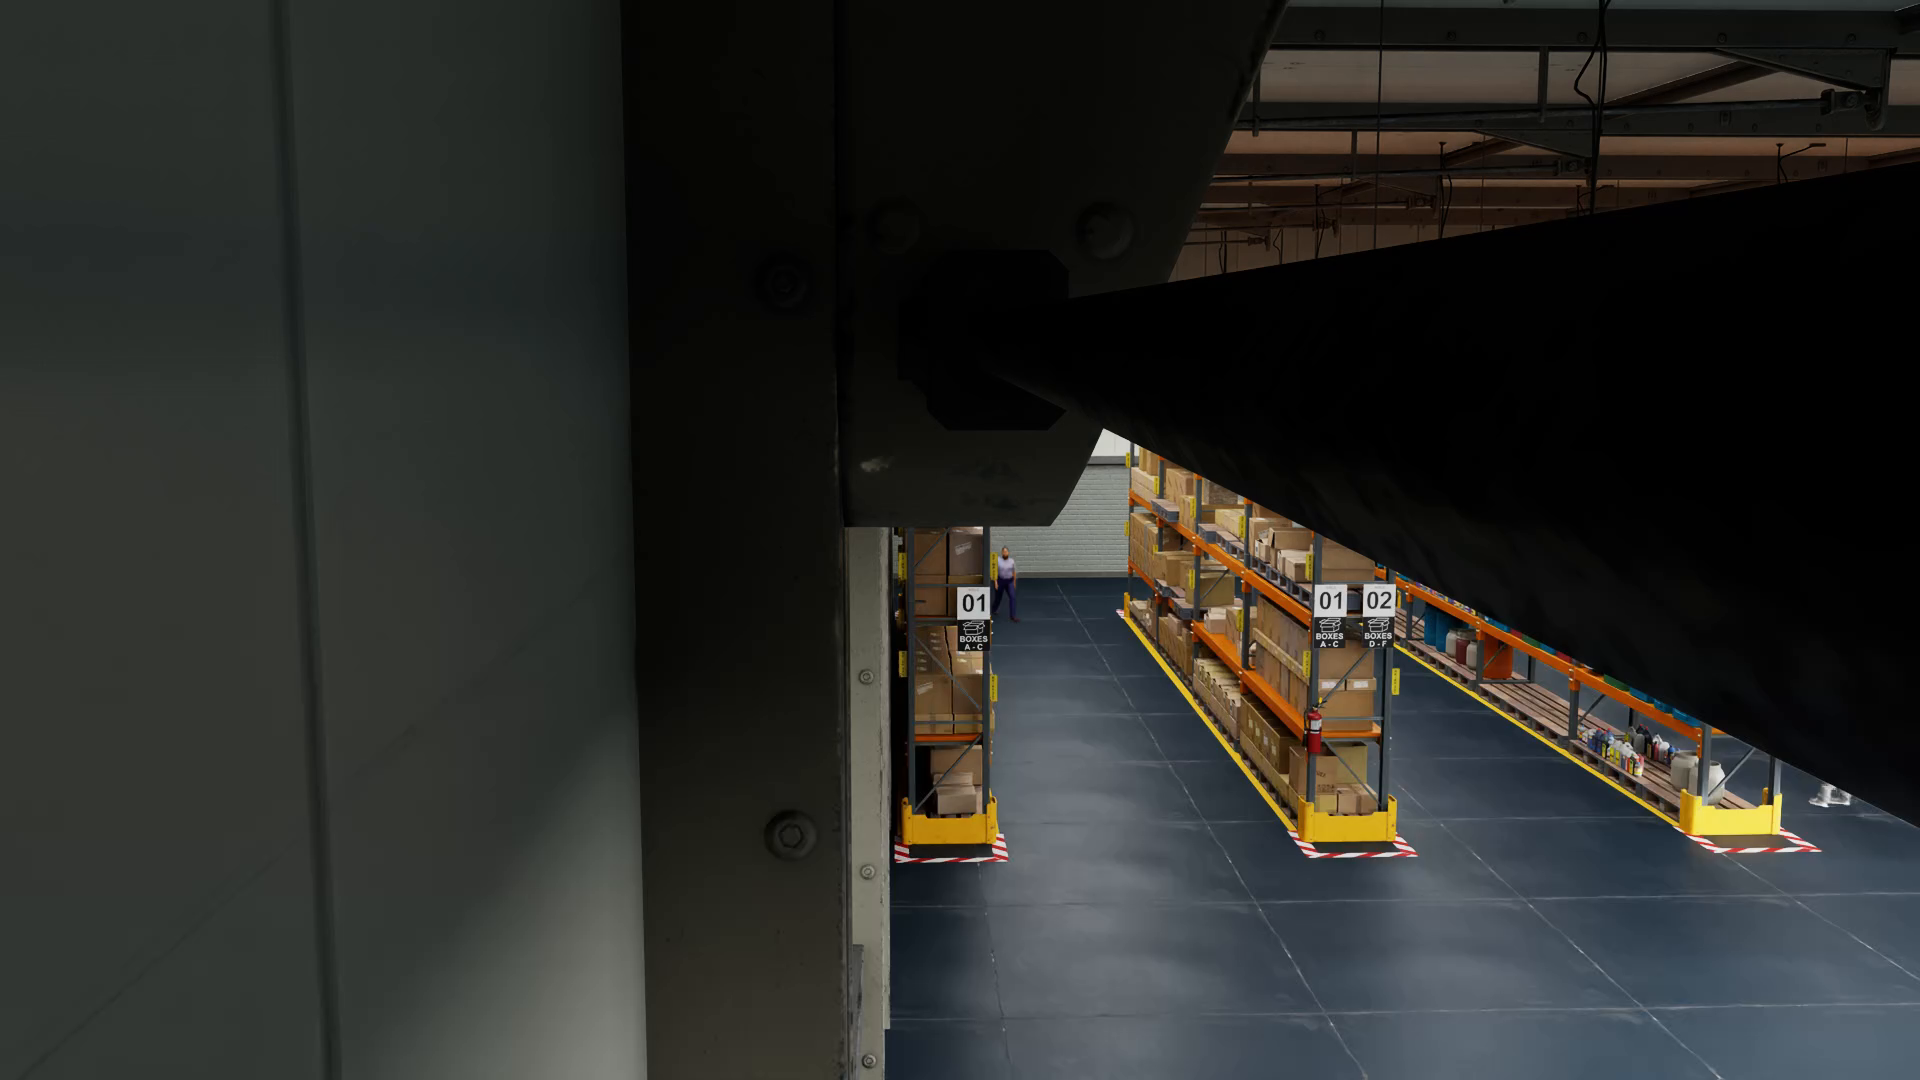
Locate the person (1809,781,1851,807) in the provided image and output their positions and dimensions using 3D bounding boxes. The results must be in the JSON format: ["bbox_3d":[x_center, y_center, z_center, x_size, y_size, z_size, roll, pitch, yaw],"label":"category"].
[{"bbox_3d":[11.581,2.738,21.984,0.489,1.603,0.342,-2,7,-12],"label":"person"}]

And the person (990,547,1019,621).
[{"bbox_3d":[0.972,0.942,35.987,0.542,1.576,0.951,-2,8,-17],"label":"person"}]
